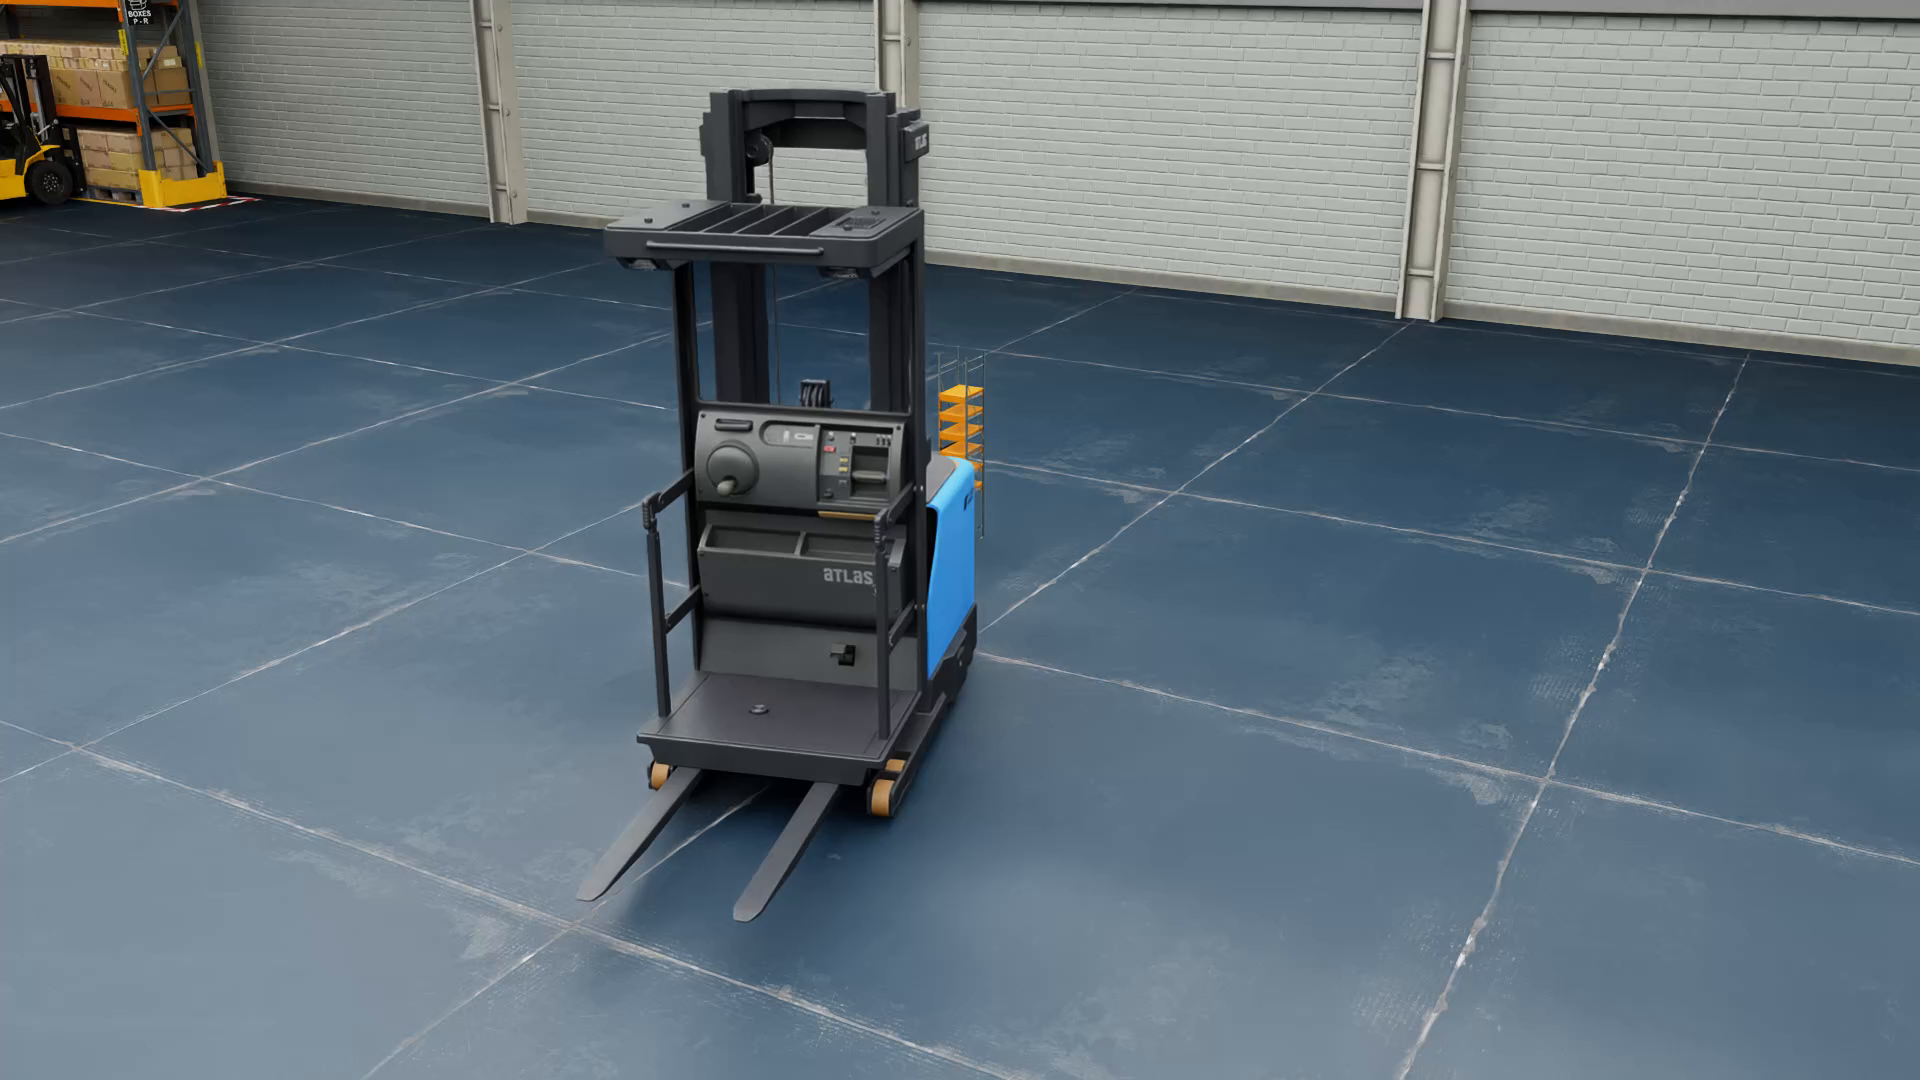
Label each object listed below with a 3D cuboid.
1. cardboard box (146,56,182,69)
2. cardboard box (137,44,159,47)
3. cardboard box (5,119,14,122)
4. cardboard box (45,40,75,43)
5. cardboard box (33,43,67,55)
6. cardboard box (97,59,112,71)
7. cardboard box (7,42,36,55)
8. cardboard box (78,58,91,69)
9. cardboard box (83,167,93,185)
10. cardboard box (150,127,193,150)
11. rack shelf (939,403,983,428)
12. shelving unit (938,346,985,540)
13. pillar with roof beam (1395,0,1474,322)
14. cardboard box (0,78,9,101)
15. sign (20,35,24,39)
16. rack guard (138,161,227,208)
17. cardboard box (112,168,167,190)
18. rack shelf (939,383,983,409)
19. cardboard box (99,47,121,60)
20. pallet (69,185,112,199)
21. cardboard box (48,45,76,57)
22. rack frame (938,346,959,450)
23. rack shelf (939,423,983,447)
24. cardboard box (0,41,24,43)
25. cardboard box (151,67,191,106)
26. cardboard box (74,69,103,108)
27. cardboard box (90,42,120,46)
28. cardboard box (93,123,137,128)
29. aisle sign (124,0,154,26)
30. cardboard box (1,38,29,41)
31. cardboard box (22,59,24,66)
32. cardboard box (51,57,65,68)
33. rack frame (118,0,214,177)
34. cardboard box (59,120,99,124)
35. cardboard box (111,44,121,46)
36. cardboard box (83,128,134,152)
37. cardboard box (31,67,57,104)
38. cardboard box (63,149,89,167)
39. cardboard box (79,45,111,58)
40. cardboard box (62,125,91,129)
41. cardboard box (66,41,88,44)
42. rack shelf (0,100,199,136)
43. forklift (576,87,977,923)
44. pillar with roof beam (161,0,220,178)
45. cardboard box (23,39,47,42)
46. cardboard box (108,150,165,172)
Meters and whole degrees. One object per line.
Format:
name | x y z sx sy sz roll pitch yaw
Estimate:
cardboard box | -11.179 -6.707 23.358 0.250 0.149 0.380 10 22 26
cardboard box | -11.400 -6.896 23.442 0.250 0.149 0.380 12 23 29
cardboard box | -14.232 -6.088 24.699 0.500 0.250 0.500 10 22 26
cardboard box | -13.174 -7.249 24.417 0.250 0.149 0.380 10 22 26
cardboard box | -12.979 -7.010 23.758 0.250 0.149 0.380 11 23 28
cardboard box | -11.687 -6.581 23.012 0.250 0.149 0.380 11 23 28
cardboard box | -13.454 -7.072 23.929 0.250 0.149 0.380 10 22 26
cardboard box | -12.094 -6.687 23.304 0.250 0.149 0.380 11 22 27
cardboard box | -12.436 -5.282 23.944 0.500 0.250 0.500 11 23 28
cardboard box | -11.337 -5.733 23.720 0.500 0.250 0.500 10 22 26
rack shelf | 0.013 -0.745 10.087 0.180 0.103 0.258 11 23 27
shelving unit | 0.013 -0.562 10.154 0.189 1.200 0.258 11 23 27
pillar with roof beam | 2.437 -5.151 11.368 0.400 9.000 9.100 11 23 27
cardboard box | -13.779 -6.701 24.292 0.500 0.500 0.500 11 23 28
sign | -14.232 -7.496 25.247 0.005 0.325 0.100 11 23 27
rack guard | -10.989 -5.042 23.533 0.348 0.500 1.175 11 23 27
cardboard box | -11.574 -5.110 23.471 0.500 0.250 0.500 11 23 28
rack shelf | 0.013 -0.858 10.046 0.180 0.103 0.258 11 23 27
cardboard box | -11.656 -6.742 23.018 0.250 0.149 0.380 11 23 27
pallet | -12.759 -5.229 24.470 1.213 0.211 1.003 11 23 27
cardboard box | -12.588 -6.893 23.433 0.250 0.149 0.380 11 23 28
rack frame | -0.067 -0.577 10.196 0.006 1.200 0.240 11 23 27
rack shelf | 0.013 -0.633 10.128 0.180 0.103 0.258 11 23 27
cardboard box | -13.869 -7.181 24.228 0.250 0.149 0.380 10 22 26
cardboard box | -11.307 -6.434 23.556 0.500 0.500 0.500 12 23 29
cardboard box | -12.016 -6.361 23.356 0.500 0.500 0.500 12 23 29
cardboard box | -12.280 -7.081 23.953 0.250 0.149 0.380 10 22 26
cardboard box | -12.206 -5.901 24.184 0.500 0.250 0.500 11 22 27
aisle sign | -11.096 -7.345 22.403 0.004 0.787 0.394 11 23 27
cardboard box | -14.076 -7.415 24.875 0.250 0.149 0.380 11 23 27
cardboard box | -13.248 -6.886 23.851 0.250 0.149 0.380 10 22 26
cardboard box | -12.581 -6.754 23.487 0.250 0.149 0.380 11 23 28
rack frame | -11.010 -6.222 23.118 0.127 3.000 1.000 11 23 27
cardboard box | -13.093 -6.069 24.649 0.500 0.250 0.500 11 23 28
cardboard box | -11.857 -6.972 23.651 0.250 0.149 0.380 11 23 28
cardboard box | -12.012 -5.663 23.529 0.500 0.250 0.500 11 23 28
cardboard box | -12.908 -6.527 23.812 0.500 0.500 0.500 11 23 28
cardboard box | -12.481 -5.515 23.855 0.500 0.250 0.500 10 22 26
cardboard box | -12.078 -6.841 23.291 0.250 0.149 0.380 11 23 28
cardboard box | -12.896 -5.831 23.991 0.500 0.250 0.500 10 22 26
cardboard box | -12.768 -7.141 24.119 0.250 0.149 0.380 12 23 29
rack shelf | -12.756 -6.216 24.157 4.000 0.370 1.077 11 23 27
forklift | -0.742 -0.332 6.982 1.130 2.935 3.031 4 20 12
pillar with roof beam | -13.277 -8.144 19.621 0.400 9.000 9.100 11 23 27
cardboard box | -13.639 -7.321 24.615 0.250 0.149 0.380 11 22 27
cardboard box | -11.587 -5.349 23.396 0.500 0.250 0.500 10 22 27
